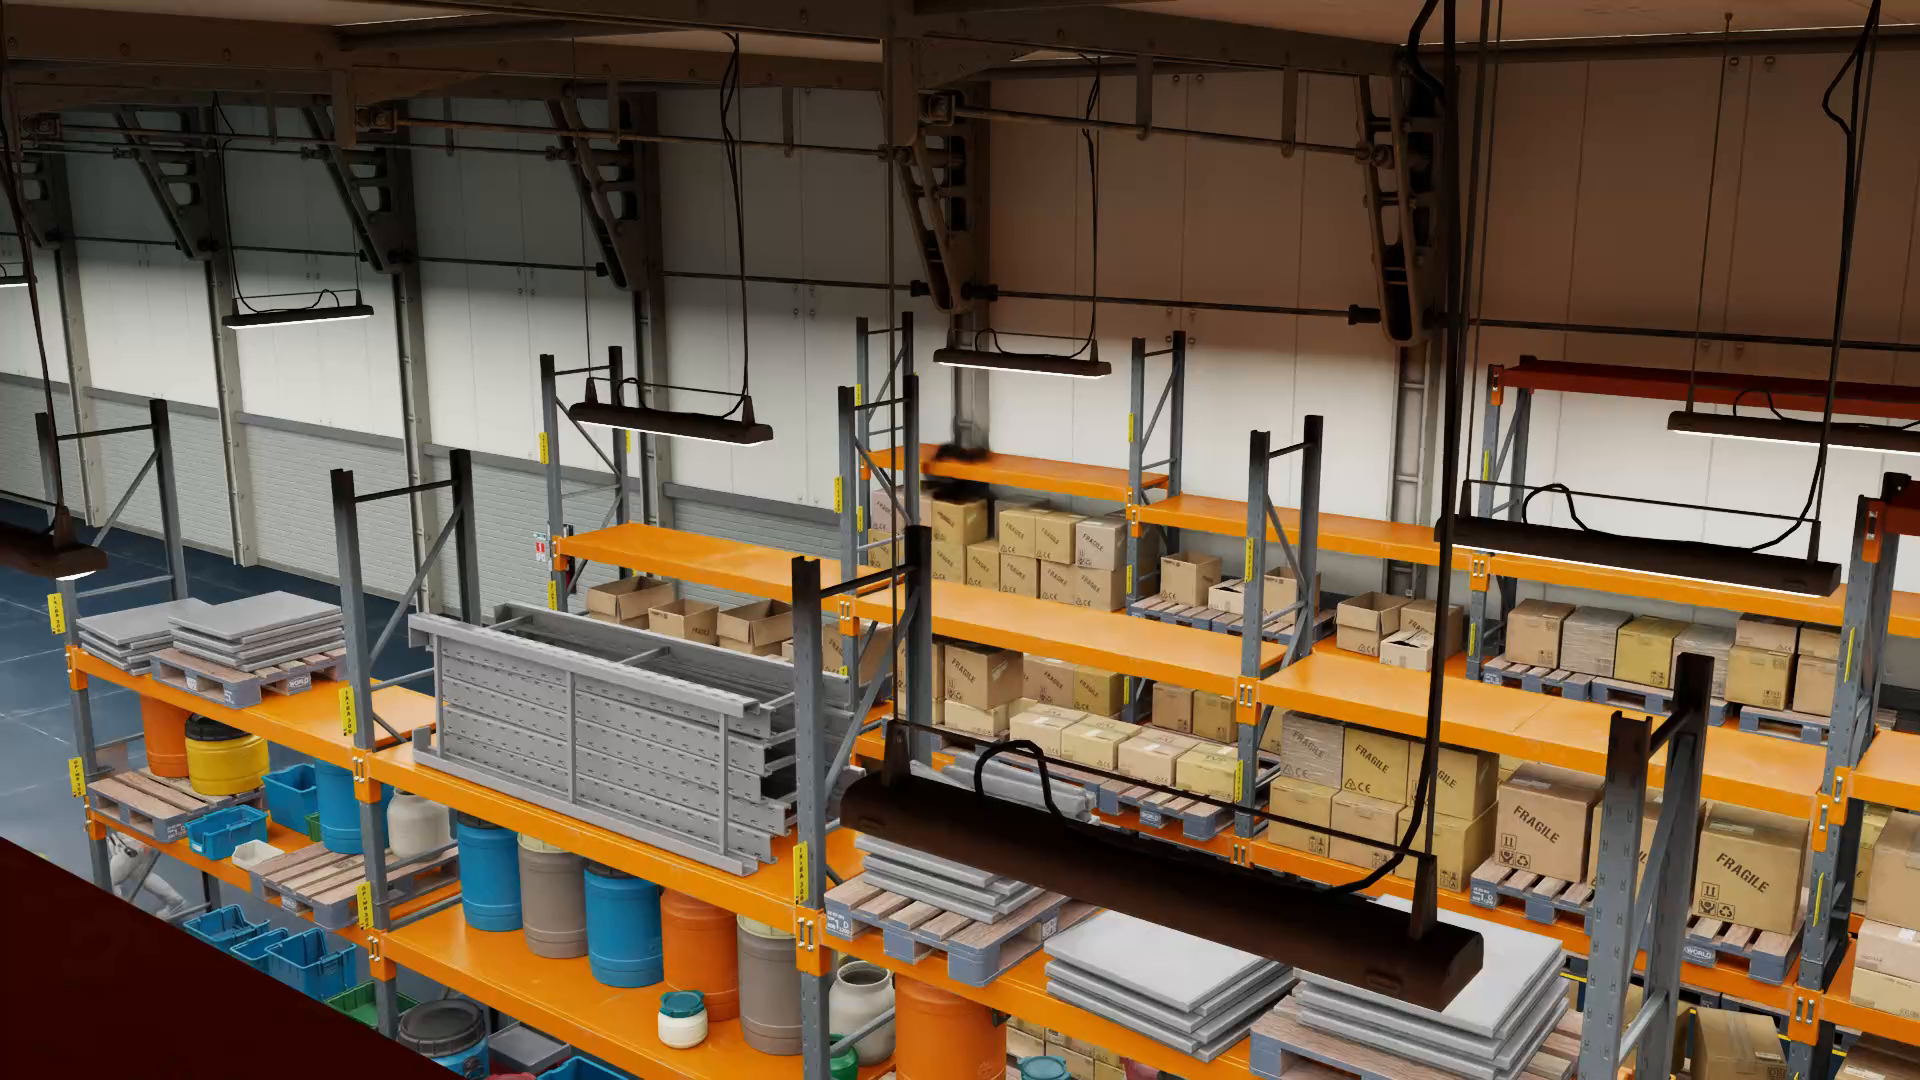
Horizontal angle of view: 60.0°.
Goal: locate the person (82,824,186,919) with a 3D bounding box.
[{"bbox_3d":[-8.638,3.258,17.386,0.882,1.835,0.687,-8,16,-33],"label":"person"}]
